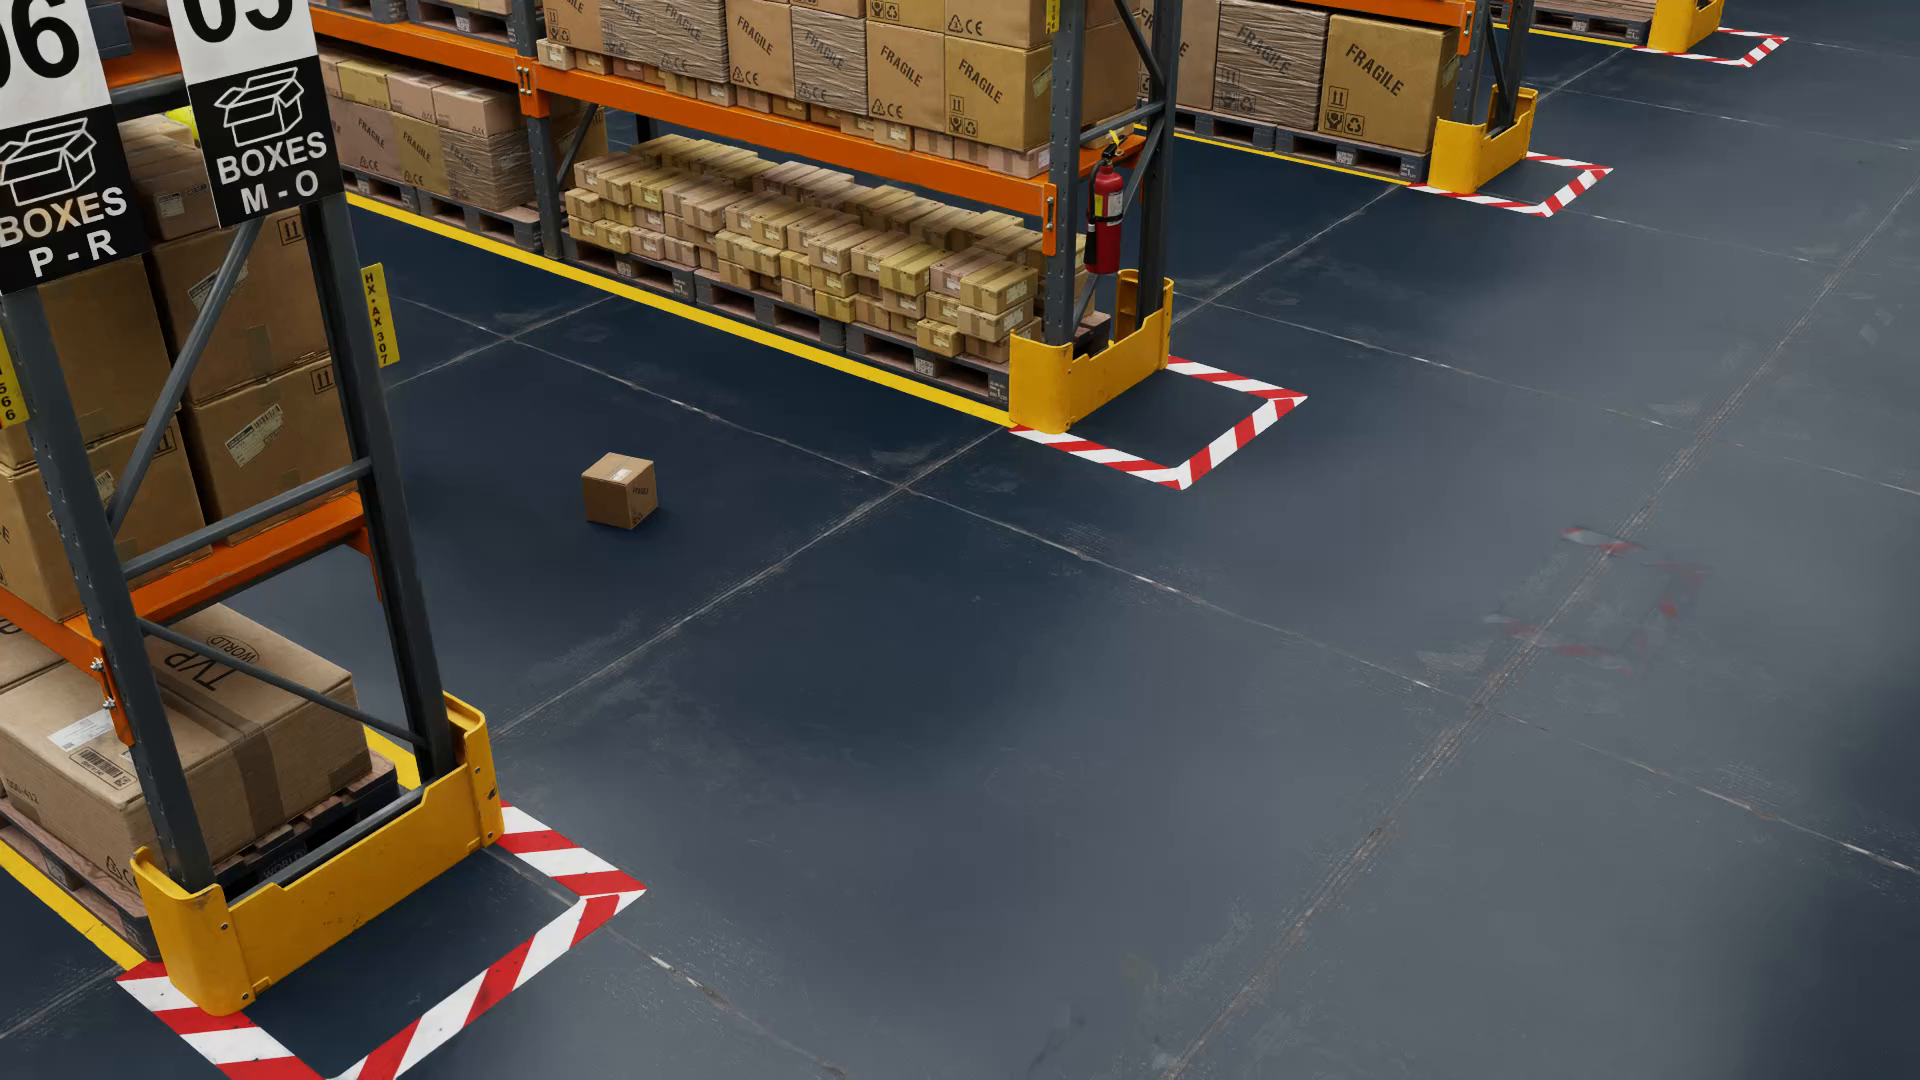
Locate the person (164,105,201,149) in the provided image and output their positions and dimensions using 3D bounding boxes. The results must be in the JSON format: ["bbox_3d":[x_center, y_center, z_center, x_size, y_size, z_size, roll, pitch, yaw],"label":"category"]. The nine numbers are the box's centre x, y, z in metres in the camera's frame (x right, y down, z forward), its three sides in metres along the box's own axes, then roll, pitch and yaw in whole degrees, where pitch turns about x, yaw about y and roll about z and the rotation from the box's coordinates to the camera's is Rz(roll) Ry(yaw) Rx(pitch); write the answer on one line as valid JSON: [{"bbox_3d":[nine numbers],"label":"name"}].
[{"bbox_3d":[-3.749,-1.320,8.320,0.837,1.769,0.585,16,34,25],"label":"person"}]
